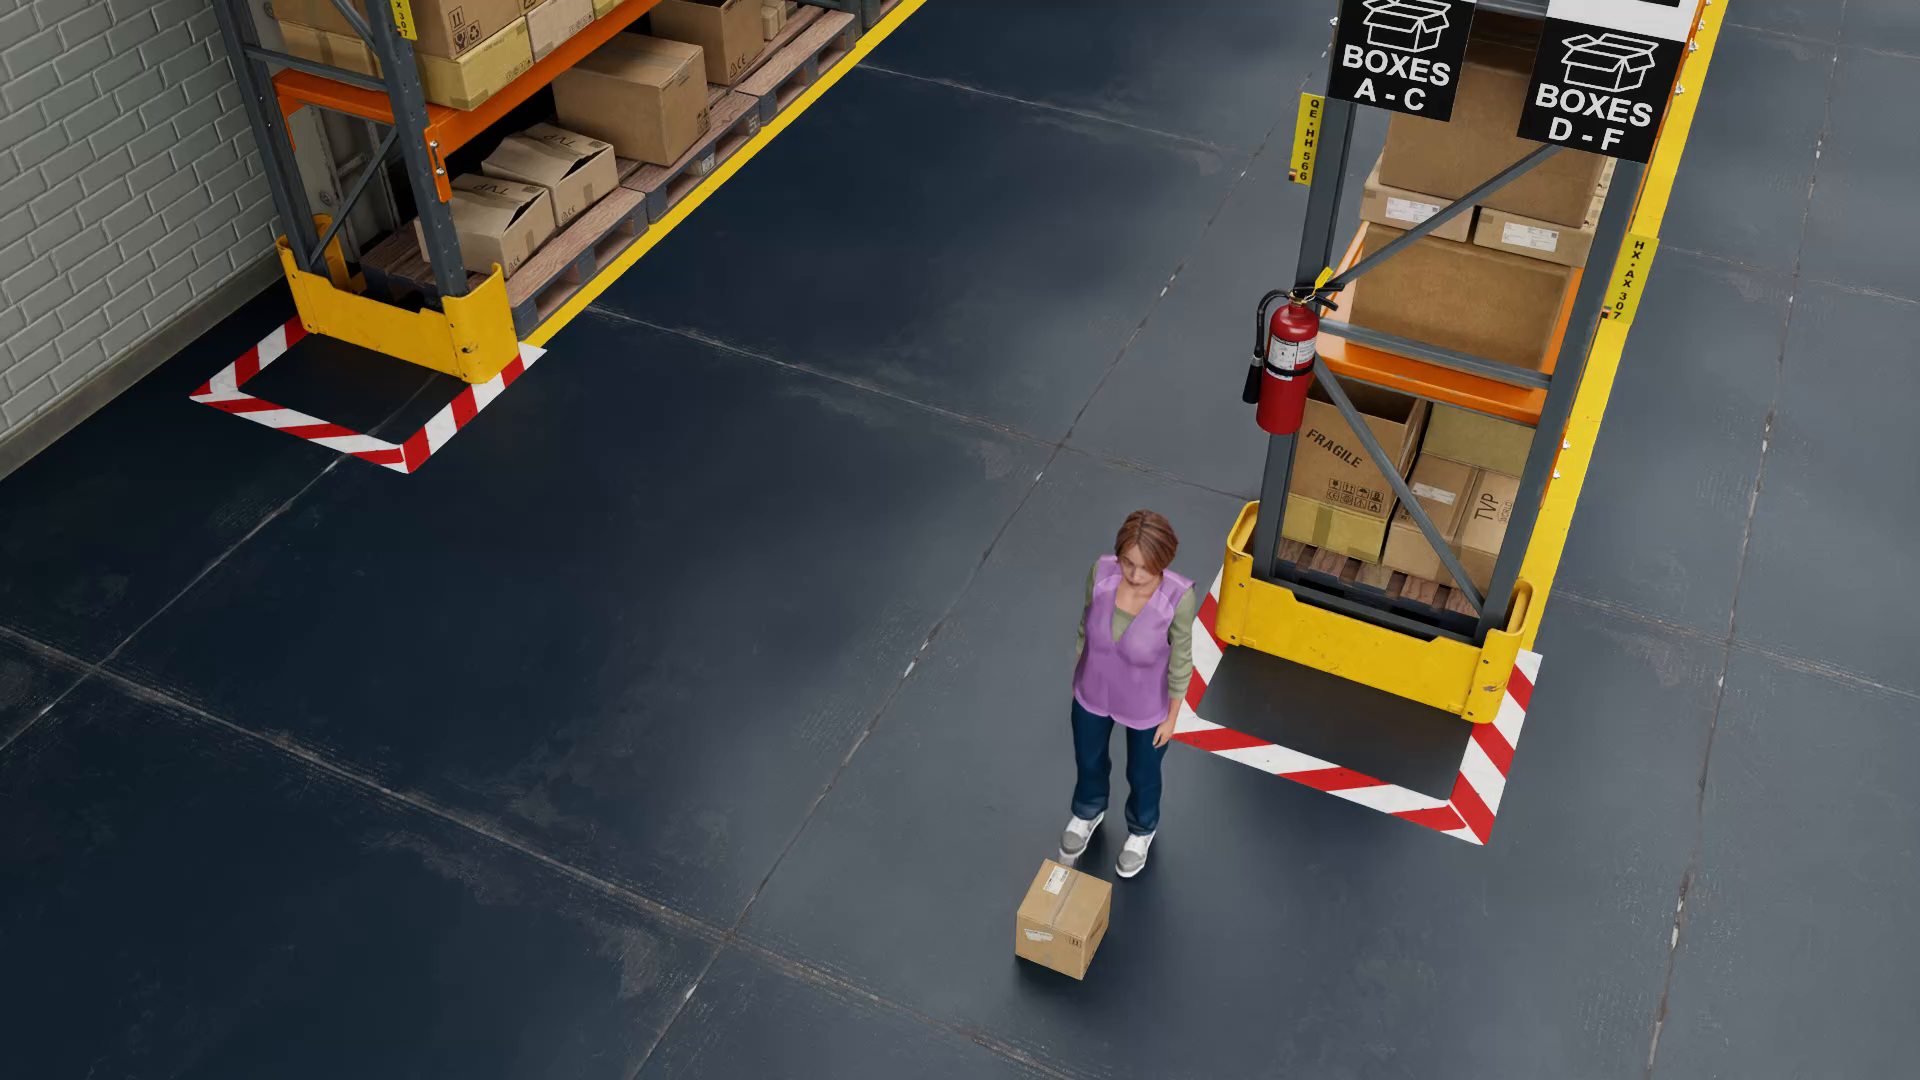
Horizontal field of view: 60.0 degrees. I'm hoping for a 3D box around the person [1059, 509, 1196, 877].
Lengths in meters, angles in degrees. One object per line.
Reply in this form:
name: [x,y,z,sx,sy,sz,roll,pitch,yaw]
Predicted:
person: [0.568,0.532,5.591,0.405,1.601,0.311,18,46,19]
